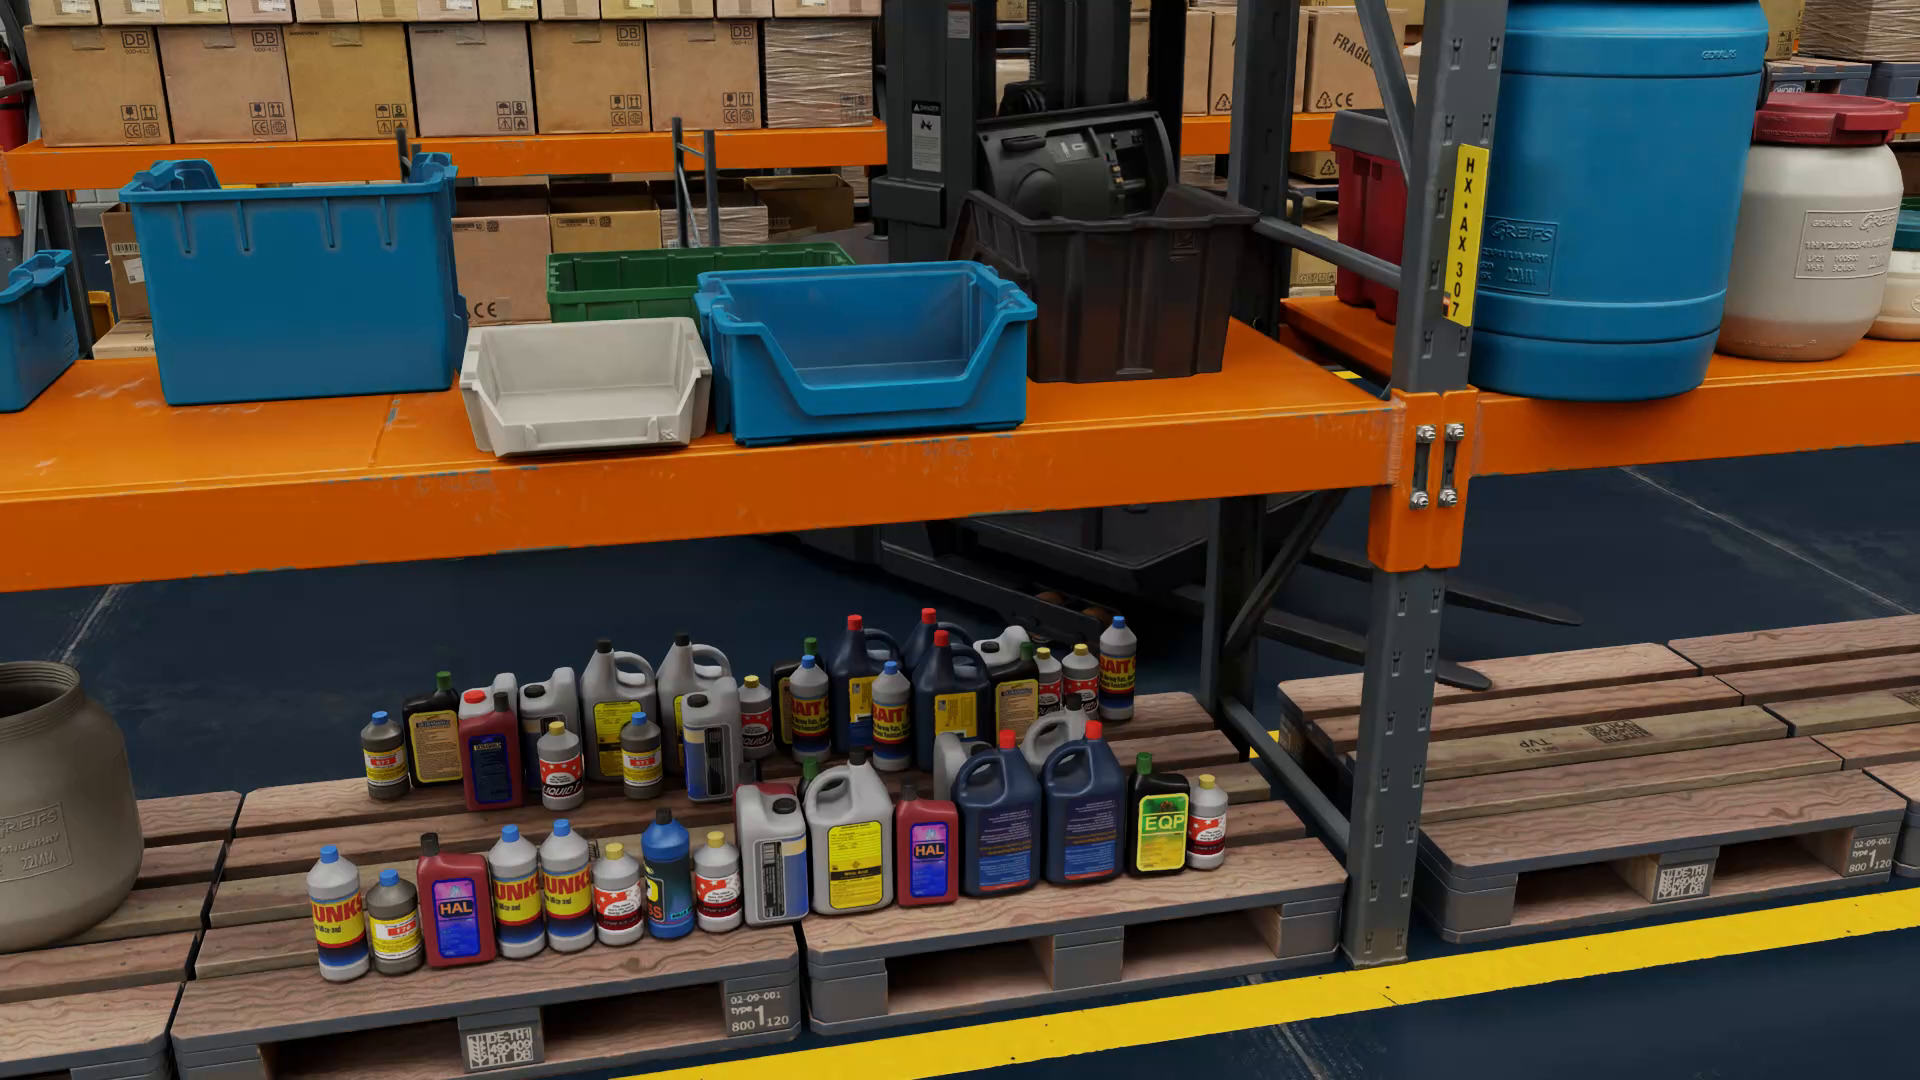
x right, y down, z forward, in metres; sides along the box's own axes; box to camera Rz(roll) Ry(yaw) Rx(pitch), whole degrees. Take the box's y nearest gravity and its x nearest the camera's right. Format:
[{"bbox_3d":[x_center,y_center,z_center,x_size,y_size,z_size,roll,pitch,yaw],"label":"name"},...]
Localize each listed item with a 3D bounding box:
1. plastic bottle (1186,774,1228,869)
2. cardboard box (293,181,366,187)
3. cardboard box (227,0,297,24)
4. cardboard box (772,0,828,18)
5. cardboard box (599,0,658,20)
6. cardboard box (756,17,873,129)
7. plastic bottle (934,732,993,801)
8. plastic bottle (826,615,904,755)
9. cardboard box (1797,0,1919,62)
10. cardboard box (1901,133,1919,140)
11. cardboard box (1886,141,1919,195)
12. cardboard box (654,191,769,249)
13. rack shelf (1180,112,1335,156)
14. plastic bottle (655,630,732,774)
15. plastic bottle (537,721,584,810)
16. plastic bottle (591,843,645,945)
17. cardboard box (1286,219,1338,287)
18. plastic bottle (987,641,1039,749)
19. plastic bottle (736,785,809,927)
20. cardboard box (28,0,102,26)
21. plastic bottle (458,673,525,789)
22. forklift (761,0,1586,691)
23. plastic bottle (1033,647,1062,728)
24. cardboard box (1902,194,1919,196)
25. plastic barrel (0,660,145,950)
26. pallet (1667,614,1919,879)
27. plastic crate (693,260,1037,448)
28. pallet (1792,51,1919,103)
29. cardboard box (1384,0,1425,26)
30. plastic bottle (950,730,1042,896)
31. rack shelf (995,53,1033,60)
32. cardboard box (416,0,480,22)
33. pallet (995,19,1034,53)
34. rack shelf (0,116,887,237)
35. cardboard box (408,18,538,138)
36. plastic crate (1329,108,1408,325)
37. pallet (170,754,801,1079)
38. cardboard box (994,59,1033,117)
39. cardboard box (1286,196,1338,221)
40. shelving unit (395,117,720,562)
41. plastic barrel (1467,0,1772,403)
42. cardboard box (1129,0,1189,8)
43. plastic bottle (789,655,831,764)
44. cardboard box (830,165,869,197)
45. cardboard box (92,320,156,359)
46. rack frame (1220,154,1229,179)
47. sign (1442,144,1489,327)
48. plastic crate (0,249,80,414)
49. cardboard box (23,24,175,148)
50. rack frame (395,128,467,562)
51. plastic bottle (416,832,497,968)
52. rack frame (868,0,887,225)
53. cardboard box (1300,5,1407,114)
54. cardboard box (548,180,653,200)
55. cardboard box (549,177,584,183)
[{"bbox_3d":[0.544,0.618,3.695,0.097,0.201,0.097,0,20,0],"label":"plastic bottle"},{"bbox_3d":[-4.653,-2.591,12.295,0.500,0.311,0.500,-7,21,-19],"label":"cardboard box"},{"bbox_3d":[-3.027,-2.335,7.239,0.250,0.149,0.380,-5,21,-13],"label":"cardboard box"},{"bbox_3d":[-0.767,-2.520,7.745,0.250,0.149,0.380,-5,21,-14],"label":"cardboard box"},{"bbox_3d":[-1.517,-2.459,7.578,0.250,0.149,0.380,-5,21,-13],"label":"cardboard box"},{"bbox_3d":[-0.741,-2.290,8.061,0.500,0.500,0.700,-5,21,-14],"label":"cardboard box"},{"bbox_3d":[0.020,0.565,3.731,0.135,0.276,0.152,-5,21,-12],"label":"plastic bottle"},{"bbox_3d":[-0.239,0.355,4.196,0.185,0.351,0.144,-6,21,-15],"label":"plastic bottle"},{"bbox_3d":[5.103,-2.937,9.217,0.500,0.500,0.700,-1,20,-2],"label":"cardboard box"},{"bbox_3d":[8.589,-3.743,15.196,0.500,0.500,0.700,-5,21,-14],"label":"cardboard box"},{"bbox_3d":[5.486,-2.223,9.927,0.500,0.250,0.500,-5,21,-14],"label":"cardboard box"},{"bbox_3d":[-1.201,-1.393,8.054,0.500,0.500,0.500,-5,21,-12],"label":"cardboard box"},{"bbox_3d":[1.635,-2.101,8.735,4.000,0.370,1.077,-5,21,-12],"label":"rack shelf"},{"bbox_3d":[-0.653,0.389,4.105,0.185,0.351,0.144,-5,21,-13],"label":"plastic bottle"},{"bbox_3d":[-0.948,0.528,3.941,0.097,0.201,0.097,0,20,0],"label":"plastic bottle"},{"bbox_3d":[-0.704,0.720,3.418,0.097,0.201,0.097,0,20,0],"label":"plastic bottle"},{"bbox_3d":[1.644,-1.521,8.679,0.500,0.311,0.500,-4,21,-11],"label":"cardboard box"},{"bbox_3d":[0.131,0.395,4.184,0.133,0.283,0.061,-5,21,-12],"label":"plastic bottle"},{"bbox_3d":[-0.395,0.650,3.500,0.135,0.276,0.152,-4,21,-11],"label":"plastic bottle"},{"bbox_3d":[-3.772,-2.275,7.075,0.250,0.149,0.380,-5,21,-13],"label":"cardboard box"},{"bbox_3d":[-1.129,0.464,4.008,0.135,0.276,0.152,-4,21,-12],"label":"plastic bottle"},{"bbox_3d":[0.553,-1.198,5.323,3.031,2.935,1.130,18,27,40],"label":"forklift"},{"bbox_3d":[0.216,0.380,4.346,0.097,0.201,0.097,0,20,0],"label":"plastic bottle"},{"bbox_3d":[5.451,-1.867,10.045,0.500,0.500,0.500,-5,21,-15],"label":"cardboard box"},{"bbox_3d":[-1.957,0.548,3.464,0.421,0.512,0.421,0,20,0],"label":"plastic barrel"},{"bbox_3d":[2.770,0.514,4.604,1.213,0.211,1.003,-5,21,-12],"label":"pallet"},{"bbox_3d":[-0.189,-0.374,3.191,0.616,0.251,0.499,-5,21,-12],"label":"plastic crate"},{"bbox_3d":[5.473,-2.663,9.501,1.213,0.211,1.003,-5,21,-12],"label":"pallet"},{"bbox_3d":[3.482,-4.442,13.474,0.500,0.500,0.500,-4,20,-11],"label":"cardboard box"},{"bbox_3d":[0.078,0.578,3.588,0.185,0.351,0.144,-6,21,-15],"label":"plastic bottle"},{"bbox_3d":[0.492,-3.759,13.261,4.000,0.370,1.077,-5,21,-12],"label":"rack shelf"},{"bbox_3d":[-2.276,-2.396,7.406,0.250,0.149,0.380,-4,21,-12],"label":"cardboard box"},{"bbox_3d":[0.521,-3.995,13.138,1.213,0.211,1.003,-5,21,-12],"label":"pallet"},{"bbox_3d":[-2.257,-1.785,7.871,4.000,0.370,1.077,-5,21,-12],"label":"rack shelf"},{"bbox_3d":[-2.240,-2.167,7.724,0.500,0.500,0.700,-4,21,-11],"label":"cardboard box"},{"bbox_3d":[1.226,-0.793,4.026,0.583,0.464,0.402,-5,21,-12],"label":"plastic crate"},{"bbox_3d":[-1.028,0.824,3.758,1.213,0.211,1.003,-5,21,-12],"label":"pallet"},{"bbox_3d":[0.158,-2.264,8.352,0.500,0.250,0.500,-3,20,-9],"label":"cardboard box"},{"bbox_3d":[1.998,-1.740,9.274,0.500,0.311,0.500,-5,21,-14],"label":"cardboard box"},{"bbox_3d":[-1.462,-0.776,6.253,1.048,1.500,0.538,-9,22,-22],"label":"shelving unit"},{"bbox_3d":[1.271,-0.787,3.373,0.708,0.901,0.600,-5,21,-12],"label":"plastic barrel"},{"bbox_3d":[1.445,-4.415,13.221,0.500,0.500,0.700,-7,21,-18],"label":"cardboard box"},{"bbox_3d":[-0.374,0.416,4.144,0.097,0.271,0.097,0,20,0],"label":"plastic bottle"},{"bbox_3d":[-0.742,-3.035,13.234,0.500,0.500,0.700,-4,20,-11],"label":"cardboard box"},{"bbox_3d":[-3.631,-0.838,7.629,0.500,0.250,0.500,-5,21,-12],"label":"cardboard box"},{"bbox_3d":[2.438,-4.255,13.570,0.127,3.000,1.000,-5,21,-12],"label":"rack frame"},{"bbox_3d":[0.941,-0.567,3.100,0.005,0.325,0.100,-5,21,-12],"label":"sign"},{"bbox_3d":[-2.016,-0.425,3.330,0.408,0.251,0.499,-5,21,-12],"label":"plastic crate"},{"bbox_3d":[-3.746,-2.044,7.387,0.500,0.500,0.700,-5,21,-12],"label":"cardboard box"},{"bbox_3d":[-1.927,-0.706,6.060,0.032,1.500,0.500,-9,22,-22],"label":"rack frame"},{"bbox_3d":[-1.007,0.712,3.319,0.133,0.283,0.061,-4,21,-12],"label":"plastic bottle"},{"bbox_3d":[-0.311,-2.281,8.180,0.127,3.000,1.000,-5,21,-12],"label":"rack frame"},{"bbox_3d":[1.953,-2.506,8.649,0.500,0.500,0.500,-6,21,-15],"label":"cardboard box"},{"bbox_3d":[-1.807,-1.528,8.421,0.500,0.500,0.500,-5,21,-12],"label":"cardboard box"},{"bbox_3d":[-3.016,-2.687,12.793,0.250,0.149,0.380,-6,21,-17],"label":"cardboard box"}]
